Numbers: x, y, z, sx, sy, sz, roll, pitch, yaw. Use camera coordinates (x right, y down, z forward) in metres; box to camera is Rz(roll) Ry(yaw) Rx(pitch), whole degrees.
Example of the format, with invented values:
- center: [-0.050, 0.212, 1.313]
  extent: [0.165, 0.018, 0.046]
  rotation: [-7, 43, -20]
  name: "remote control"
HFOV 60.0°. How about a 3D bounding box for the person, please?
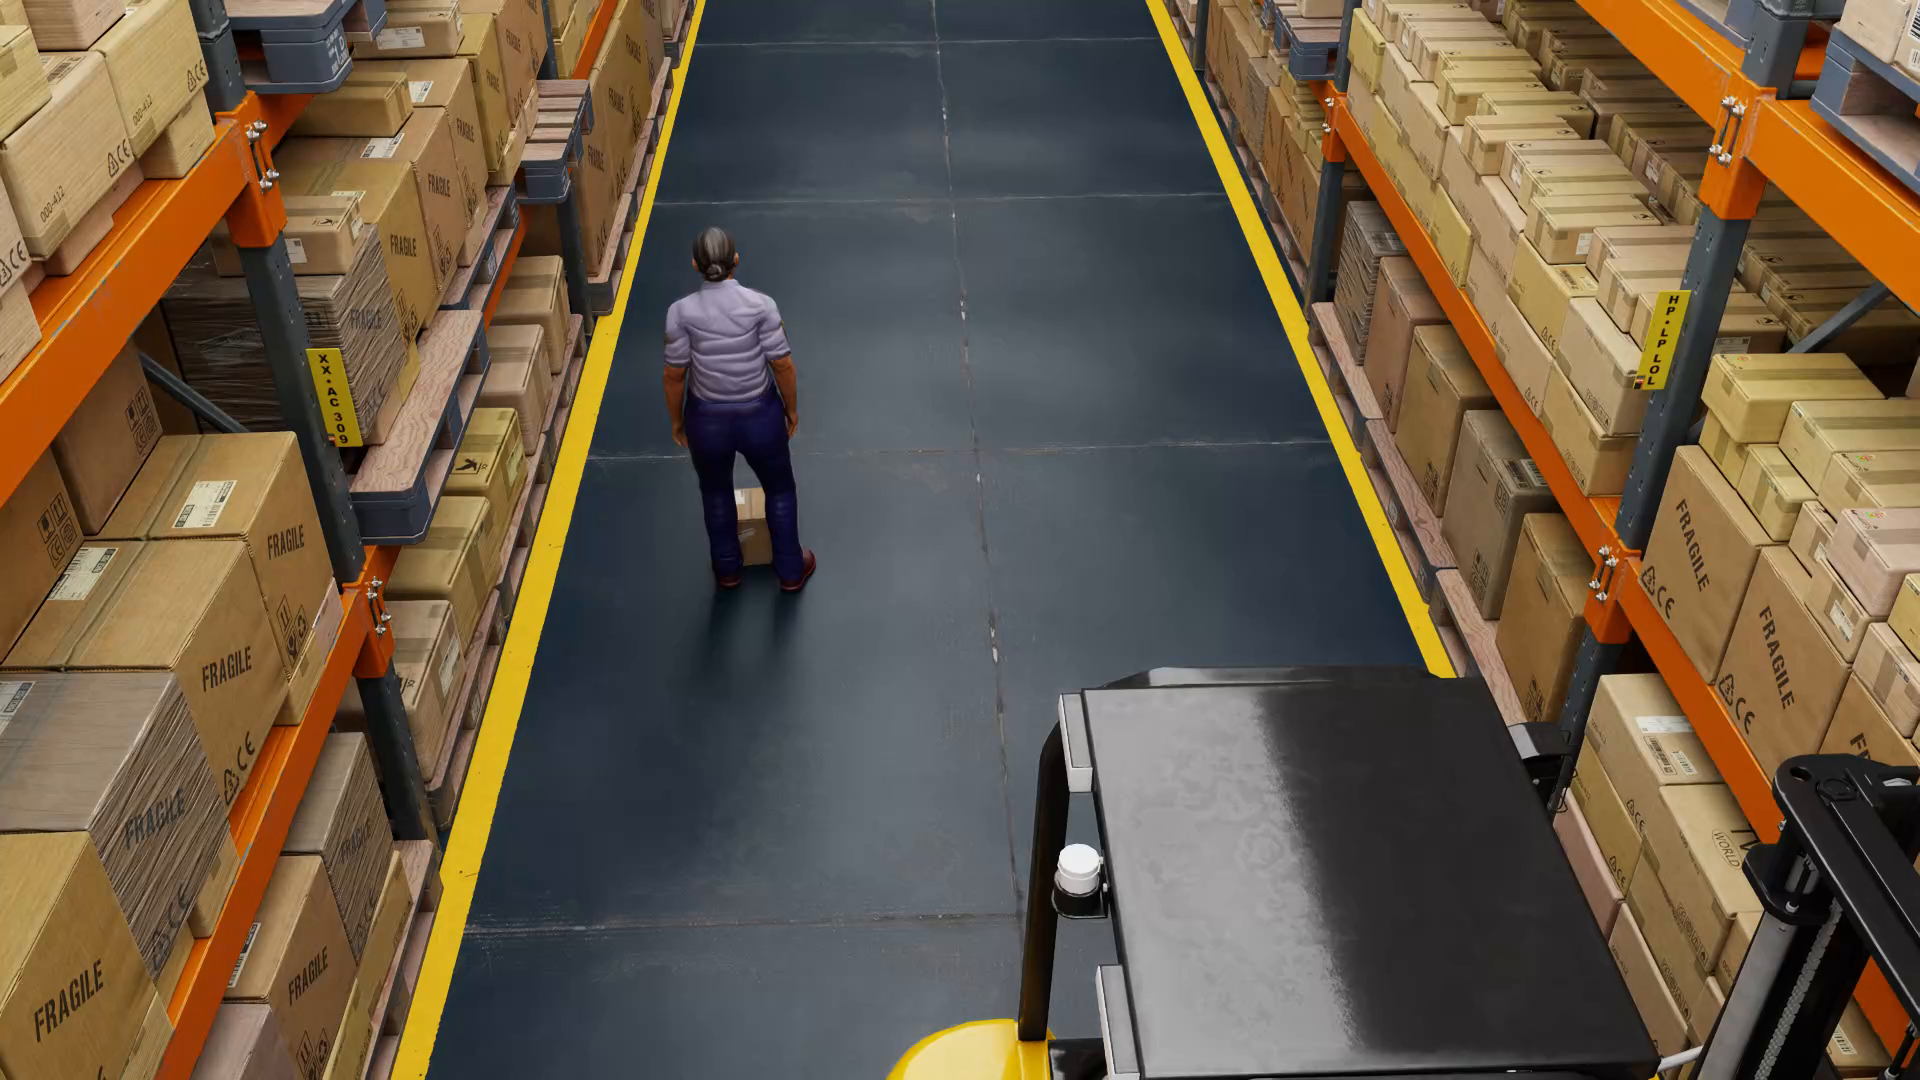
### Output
- center: [-0.916, -0.503, 6.871]
  extent: [0.564, 1.637, 0.423]
  rotation: [-3, 36, -5]
  name: "person"
